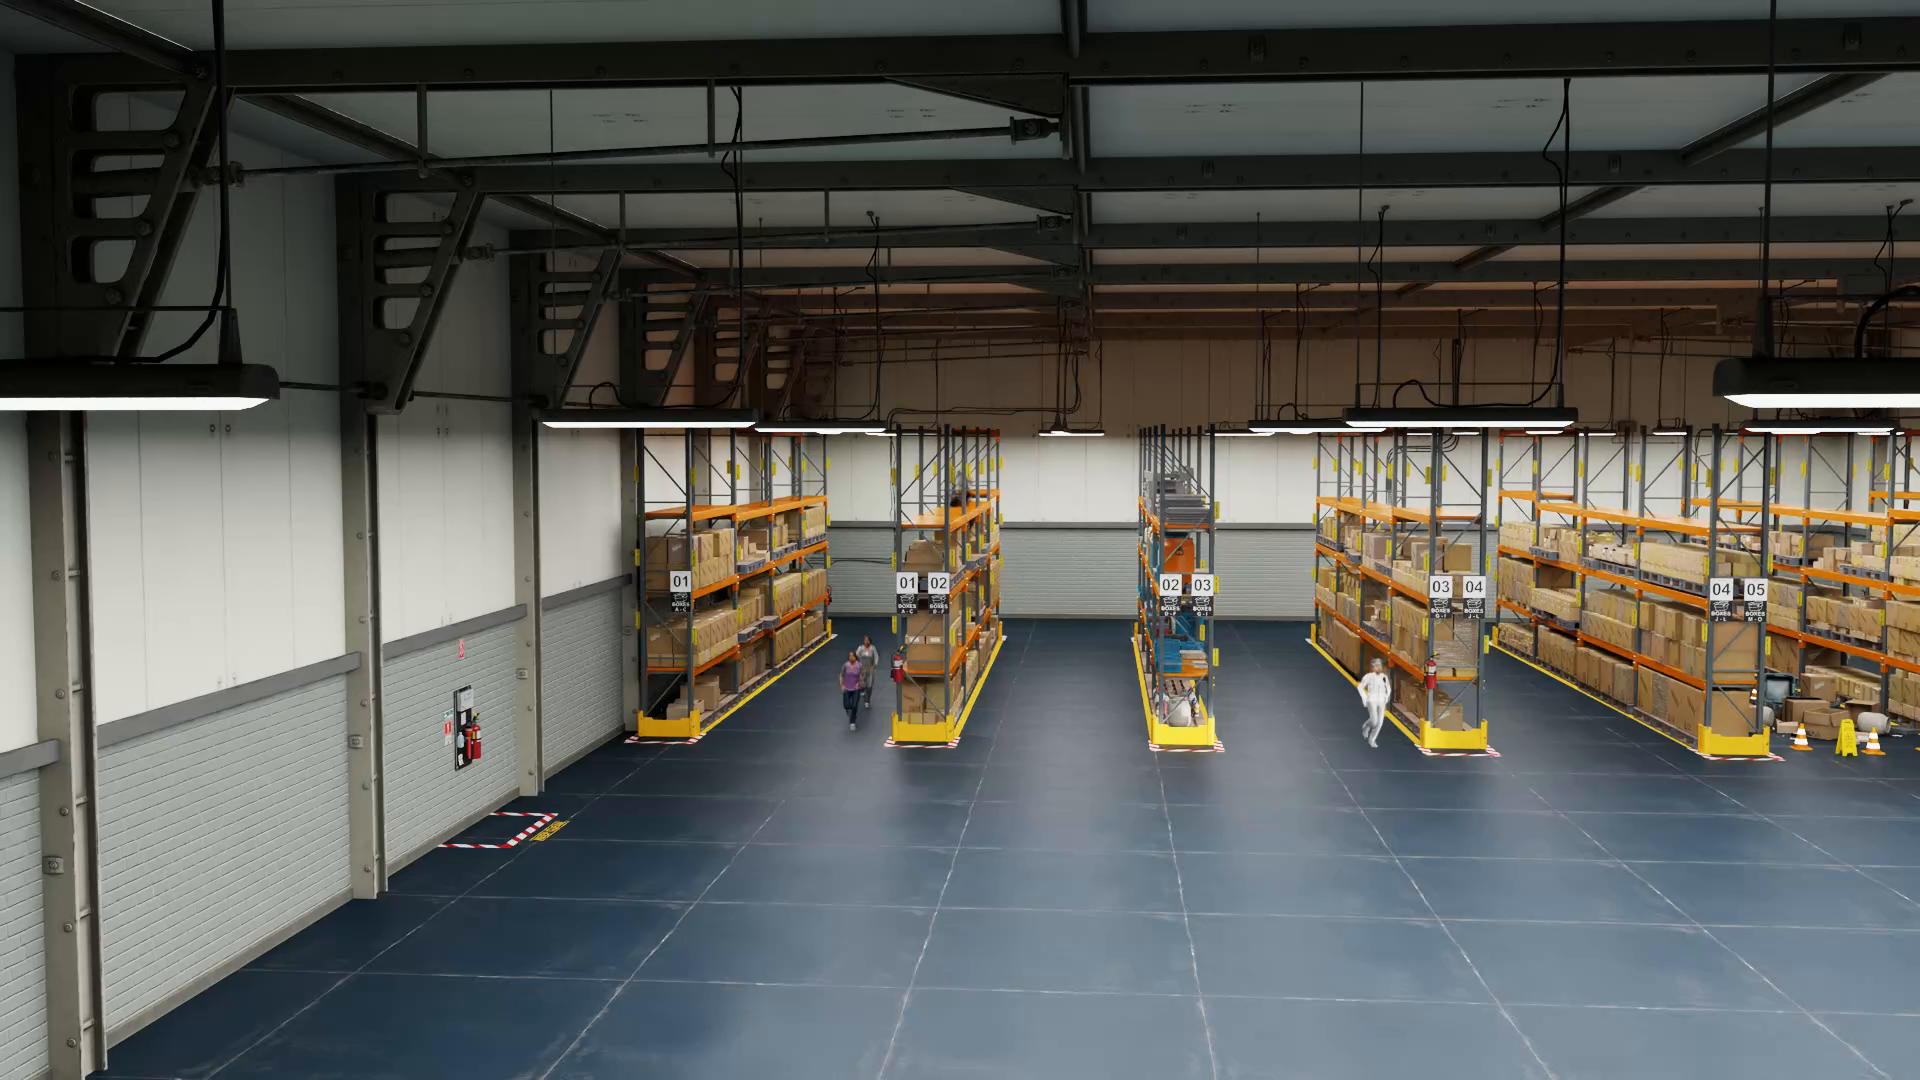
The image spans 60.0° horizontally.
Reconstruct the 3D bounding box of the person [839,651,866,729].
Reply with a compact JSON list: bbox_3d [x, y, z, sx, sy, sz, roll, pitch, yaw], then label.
[{"bbox_3d":[-2.122,2.958,32.881,0.543,1.535,0.574,0,3,4],"label":"person"}]

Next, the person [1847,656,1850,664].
[{"bbox_3d":[22.044,2.368,41.456,0.624,1.659,0.758,0,3,-2],"label":"person"}]

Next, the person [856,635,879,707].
[{"bbox_3d":[-1.990,2.798,35.451,0.523,1.551,0.536,0,3,-5],"label":"person"}]

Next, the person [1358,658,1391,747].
[{"bbox_3d":[7.751,3.023,30.975,0.602,1.654,0.536,0,3,-7],"label":"person"}]
